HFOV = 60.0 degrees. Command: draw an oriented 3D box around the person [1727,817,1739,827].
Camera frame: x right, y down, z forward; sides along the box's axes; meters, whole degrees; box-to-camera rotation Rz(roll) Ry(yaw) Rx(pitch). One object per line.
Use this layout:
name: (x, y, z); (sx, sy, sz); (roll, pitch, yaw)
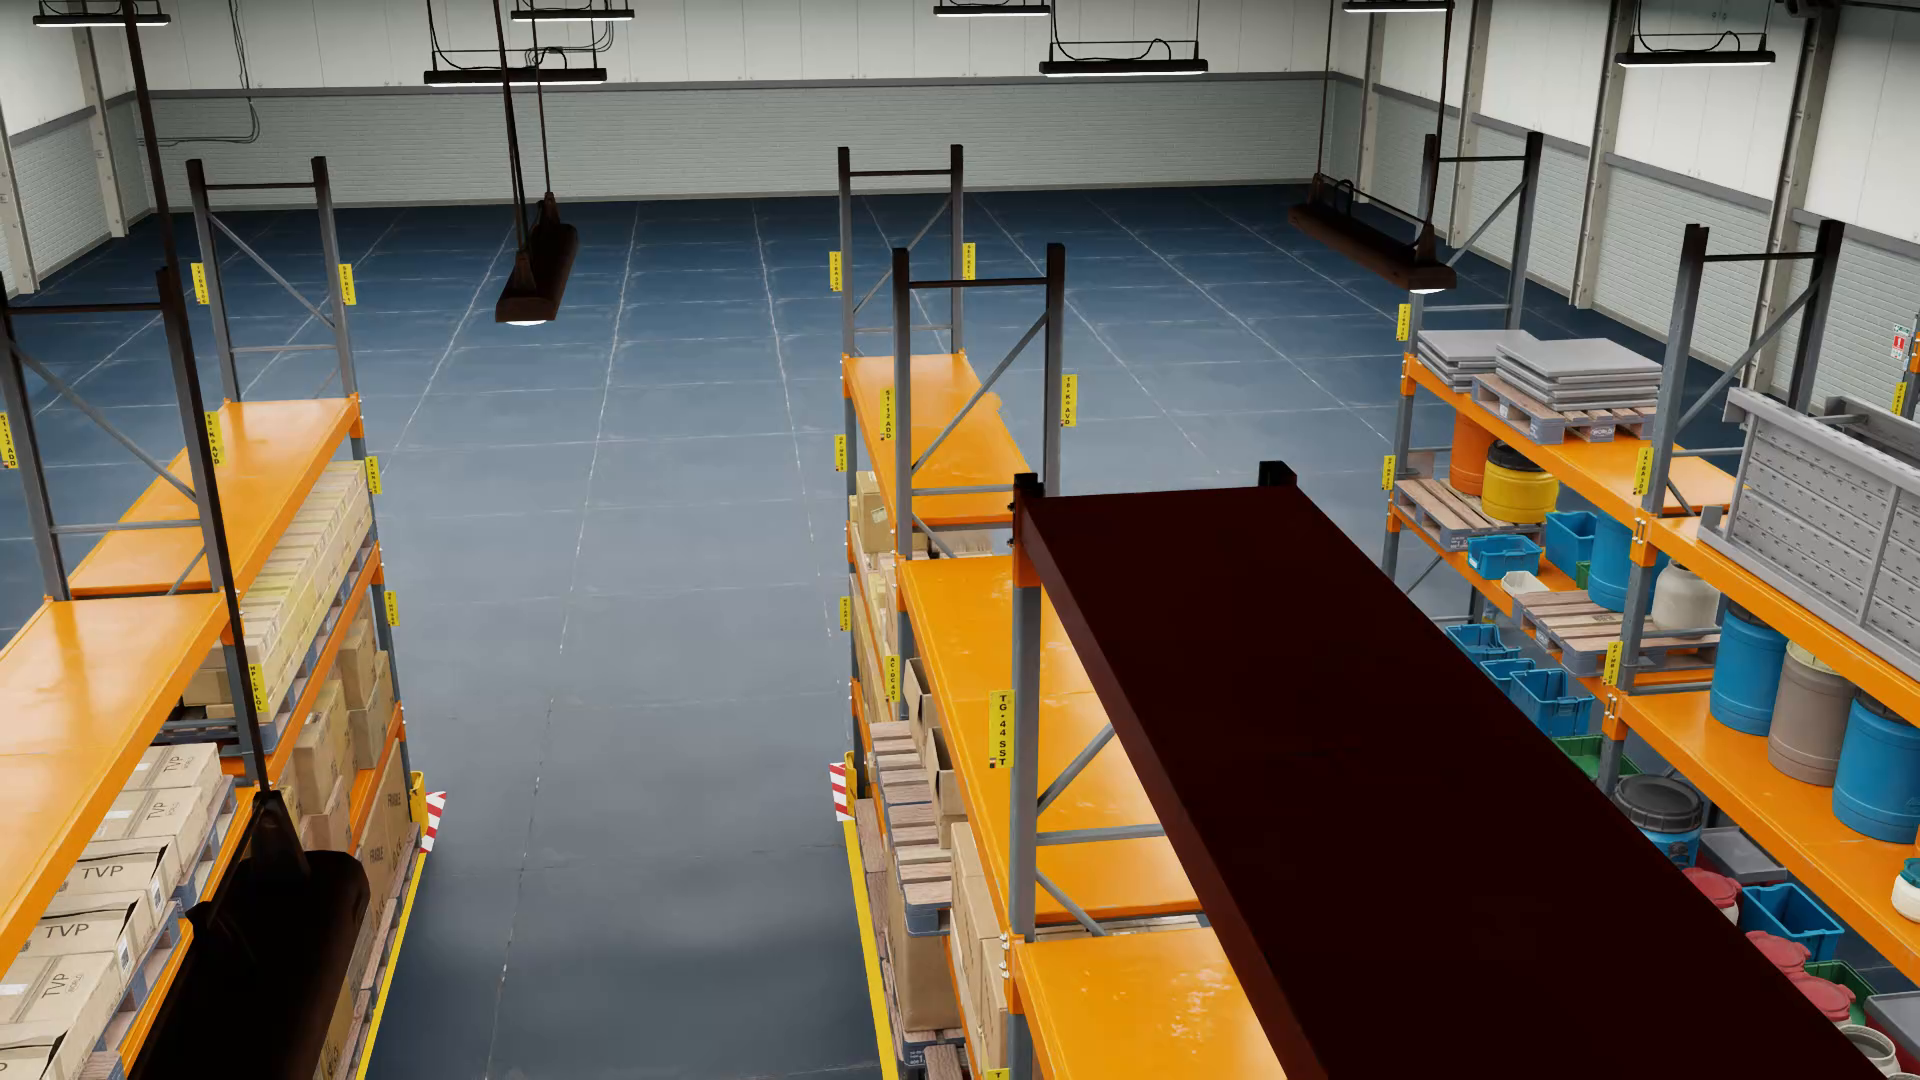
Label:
person: (6.297, 2.359, 13.501); (0.401, 1.591, 0.491); (-6, 22, -14)

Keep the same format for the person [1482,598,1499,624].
person: (6.371, 0.217, 18.942); (0.982, 1.595, 0.524); (5, 22, 12)
